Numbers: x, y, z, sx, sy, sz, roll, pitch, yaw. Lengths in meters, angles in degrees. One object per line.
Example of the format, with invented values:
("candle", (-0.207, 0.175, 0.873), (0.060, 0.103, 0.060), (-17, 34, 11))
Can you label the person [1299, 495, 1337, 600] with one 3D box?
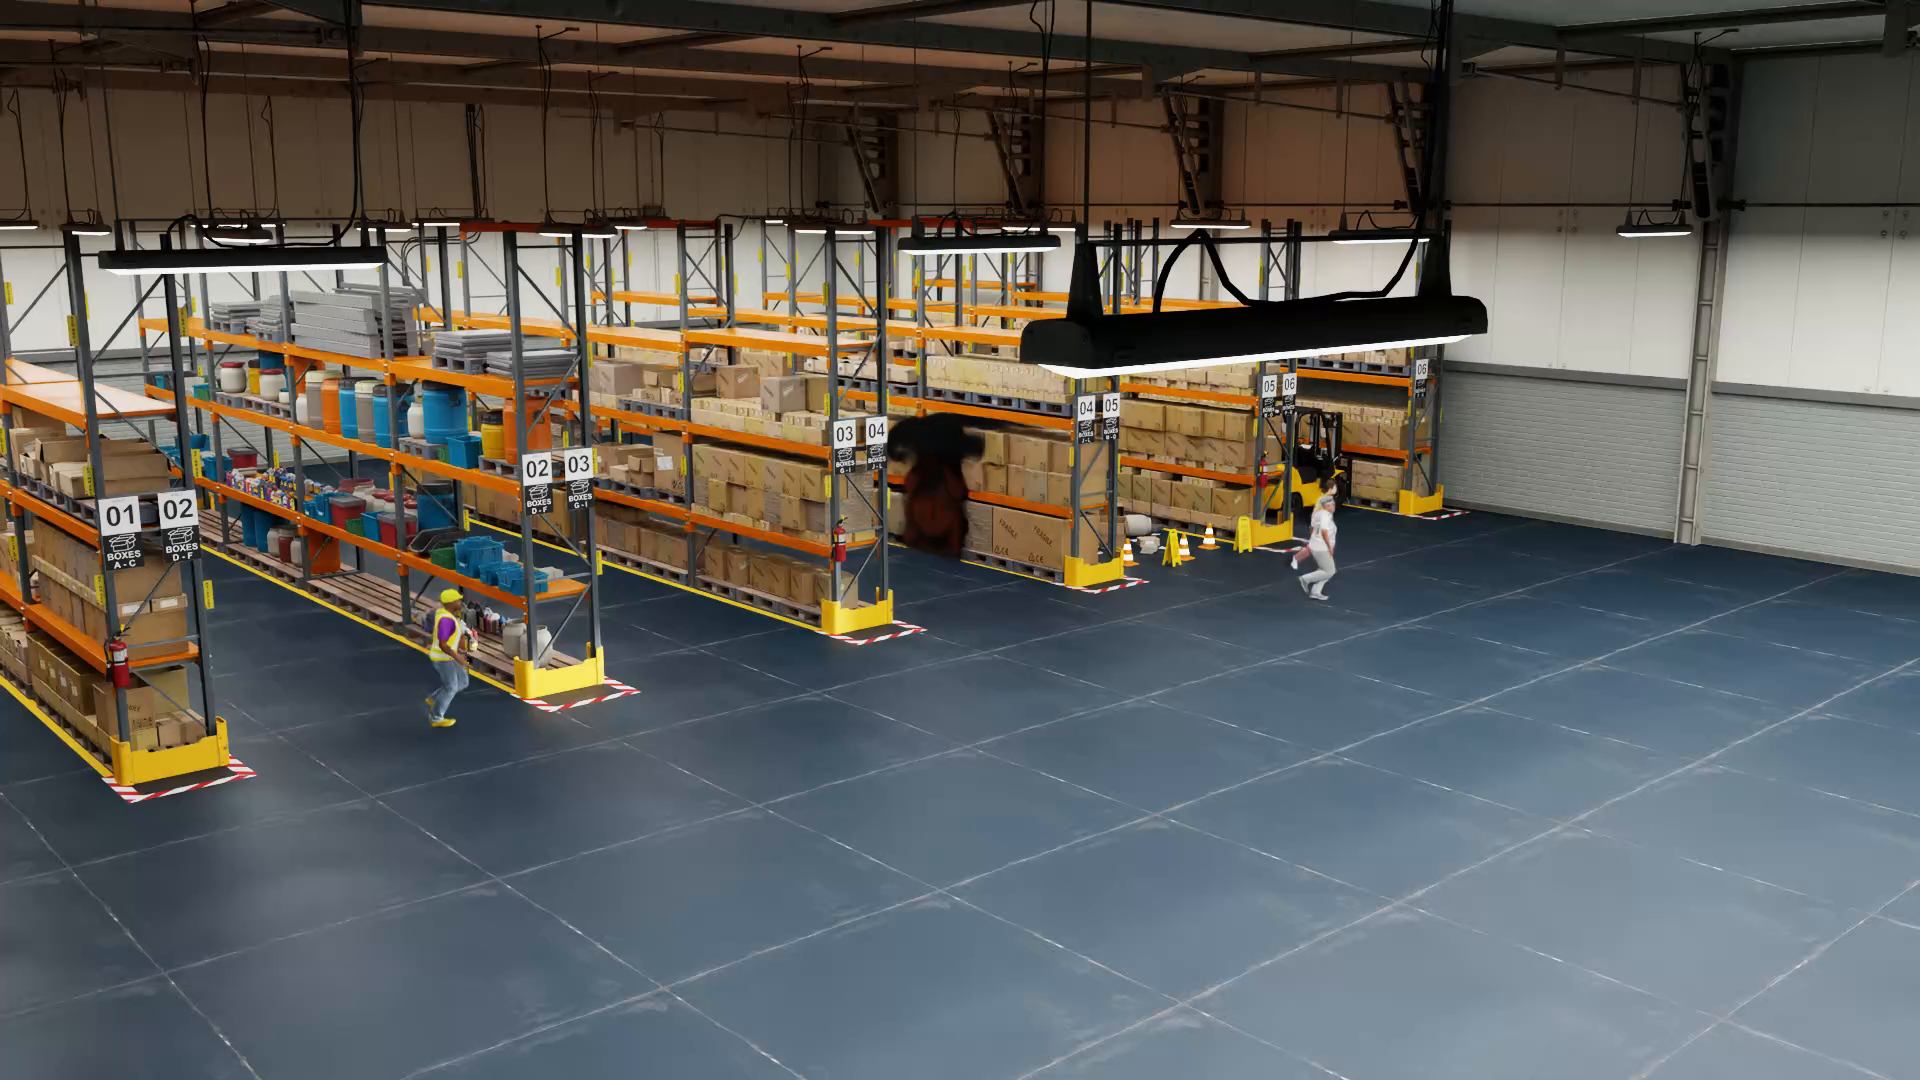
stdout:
("person", (5.798, 0.125, 26.967), (0.572, 1.720, 0.662), (0, 11, 1))

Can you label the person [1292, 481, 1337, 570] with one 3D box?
("person", (6.200, -0.243, 28.978), (0.724, 1.611, 0.640), (6, 13, 29))

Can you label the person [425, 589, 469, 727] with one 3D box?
("person", (-6.331, 1.442, 20.448), (0.545, 1.699, 0.673), (-4, 12, -17))
